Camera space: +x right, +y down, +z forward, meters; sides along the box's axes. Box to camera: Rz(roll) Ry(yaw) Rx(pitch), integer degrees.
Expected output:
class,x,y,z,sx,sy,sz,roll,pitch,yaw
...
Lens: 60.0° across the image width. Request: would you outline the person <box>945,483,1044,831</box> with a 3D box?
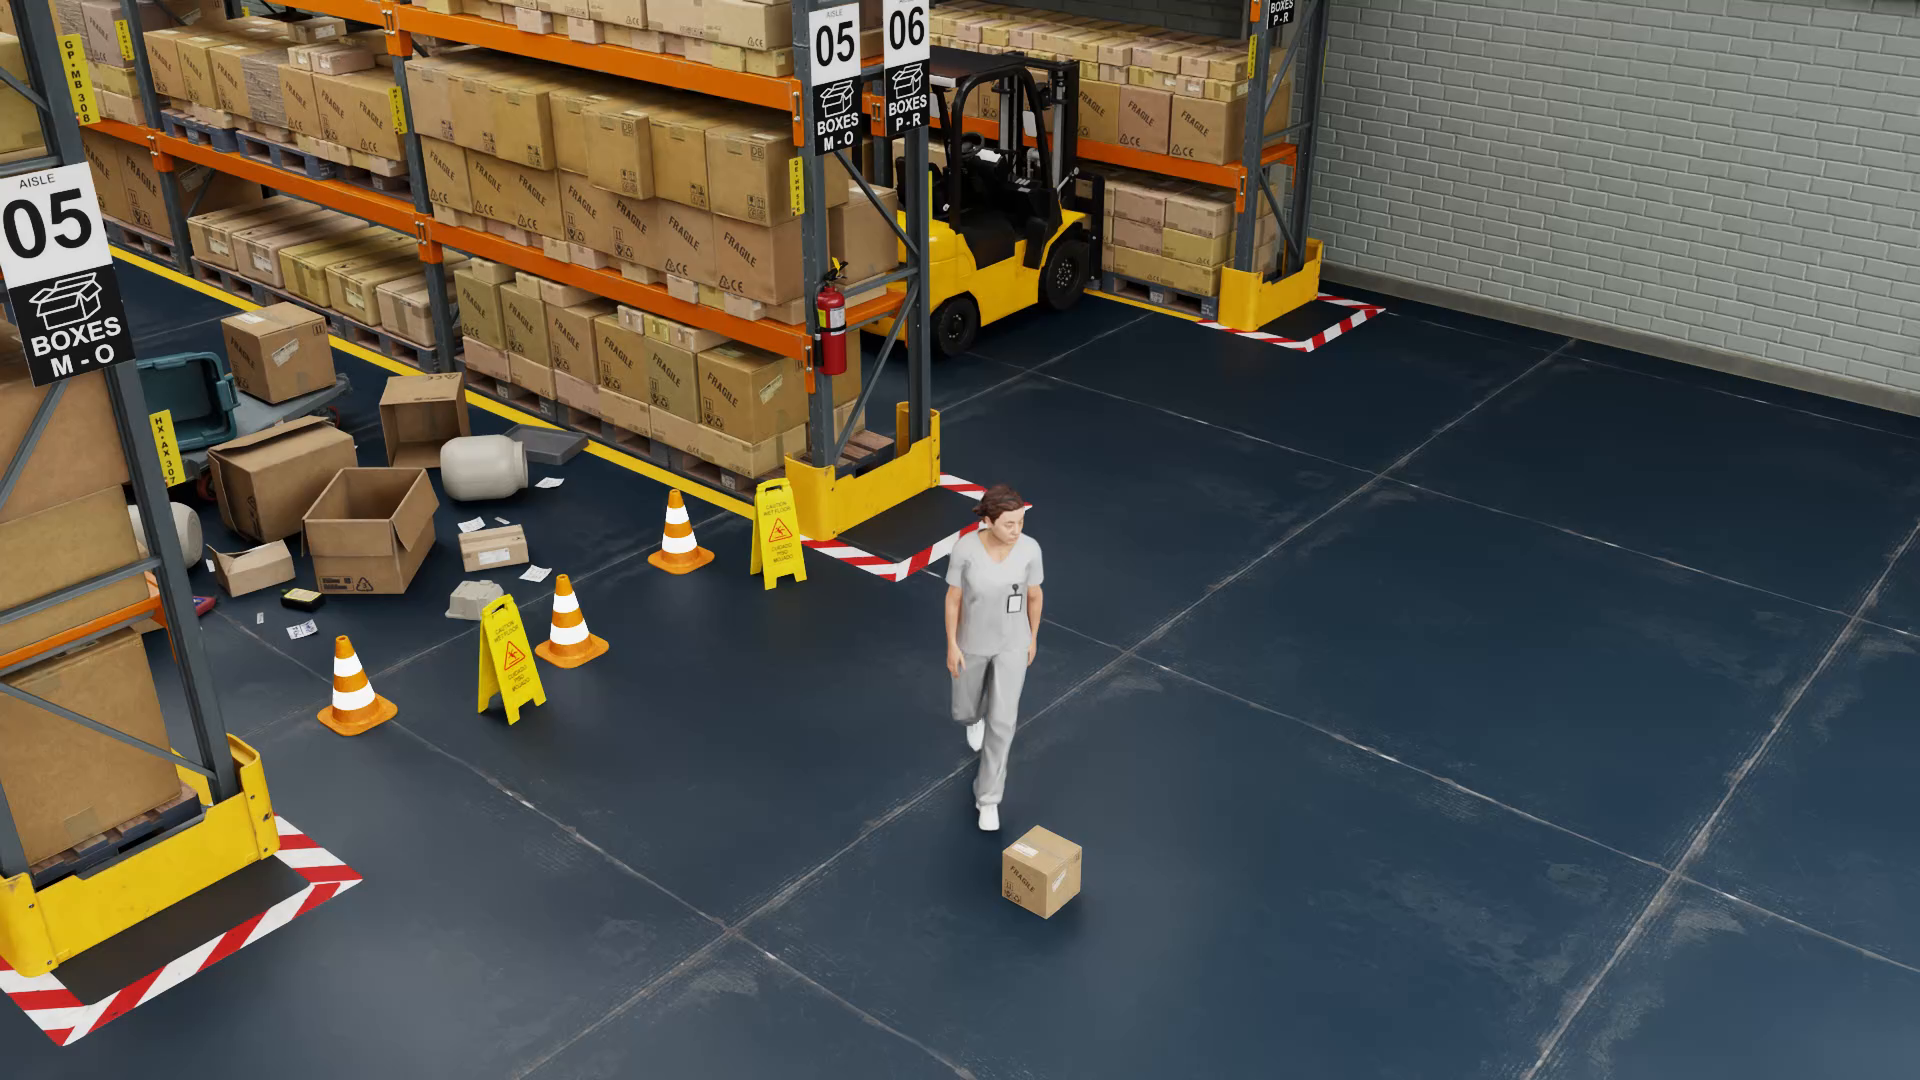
class,x,y,z,sx,sy,sz,roll,pitch,yaw
person,0.159,0.459,7.732,0.451,1.651,0.858,1,27,1
